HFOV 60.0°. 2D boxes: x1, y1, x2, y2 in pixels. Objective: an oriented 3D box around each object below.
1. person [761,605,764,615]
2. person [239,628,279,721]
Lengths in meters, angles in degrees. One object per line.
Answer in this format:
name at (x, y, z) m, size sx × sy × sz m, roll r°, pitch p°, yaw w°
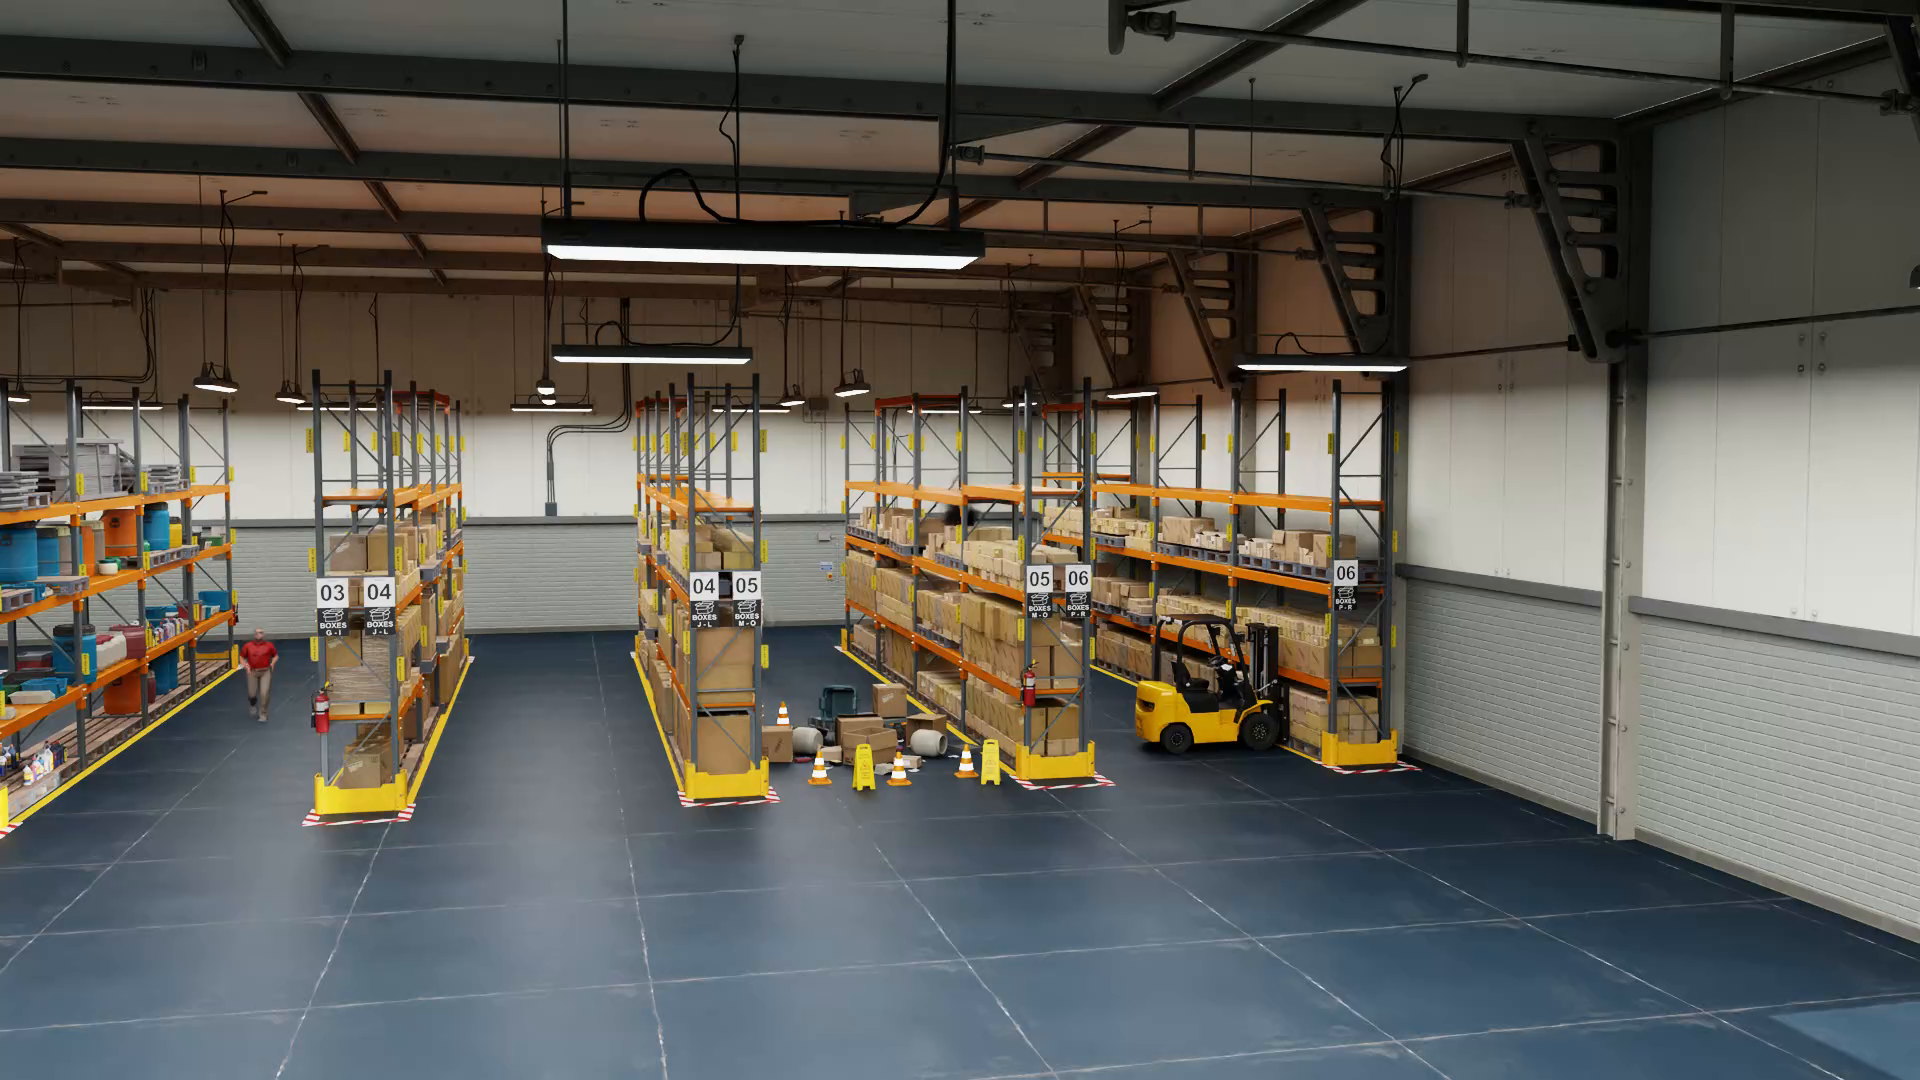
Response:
person at (-4.845, 1.939, 37.963) m, size 0.642 × 1.792 × 0.778 m, roll -1°, pitch 4°, yaw -23°
person at (-12.661, 2.427, 30.058) m, size 0.660 × 1.671 × 0.626 m, roll -2°, pitch 4°, yaw -25°
